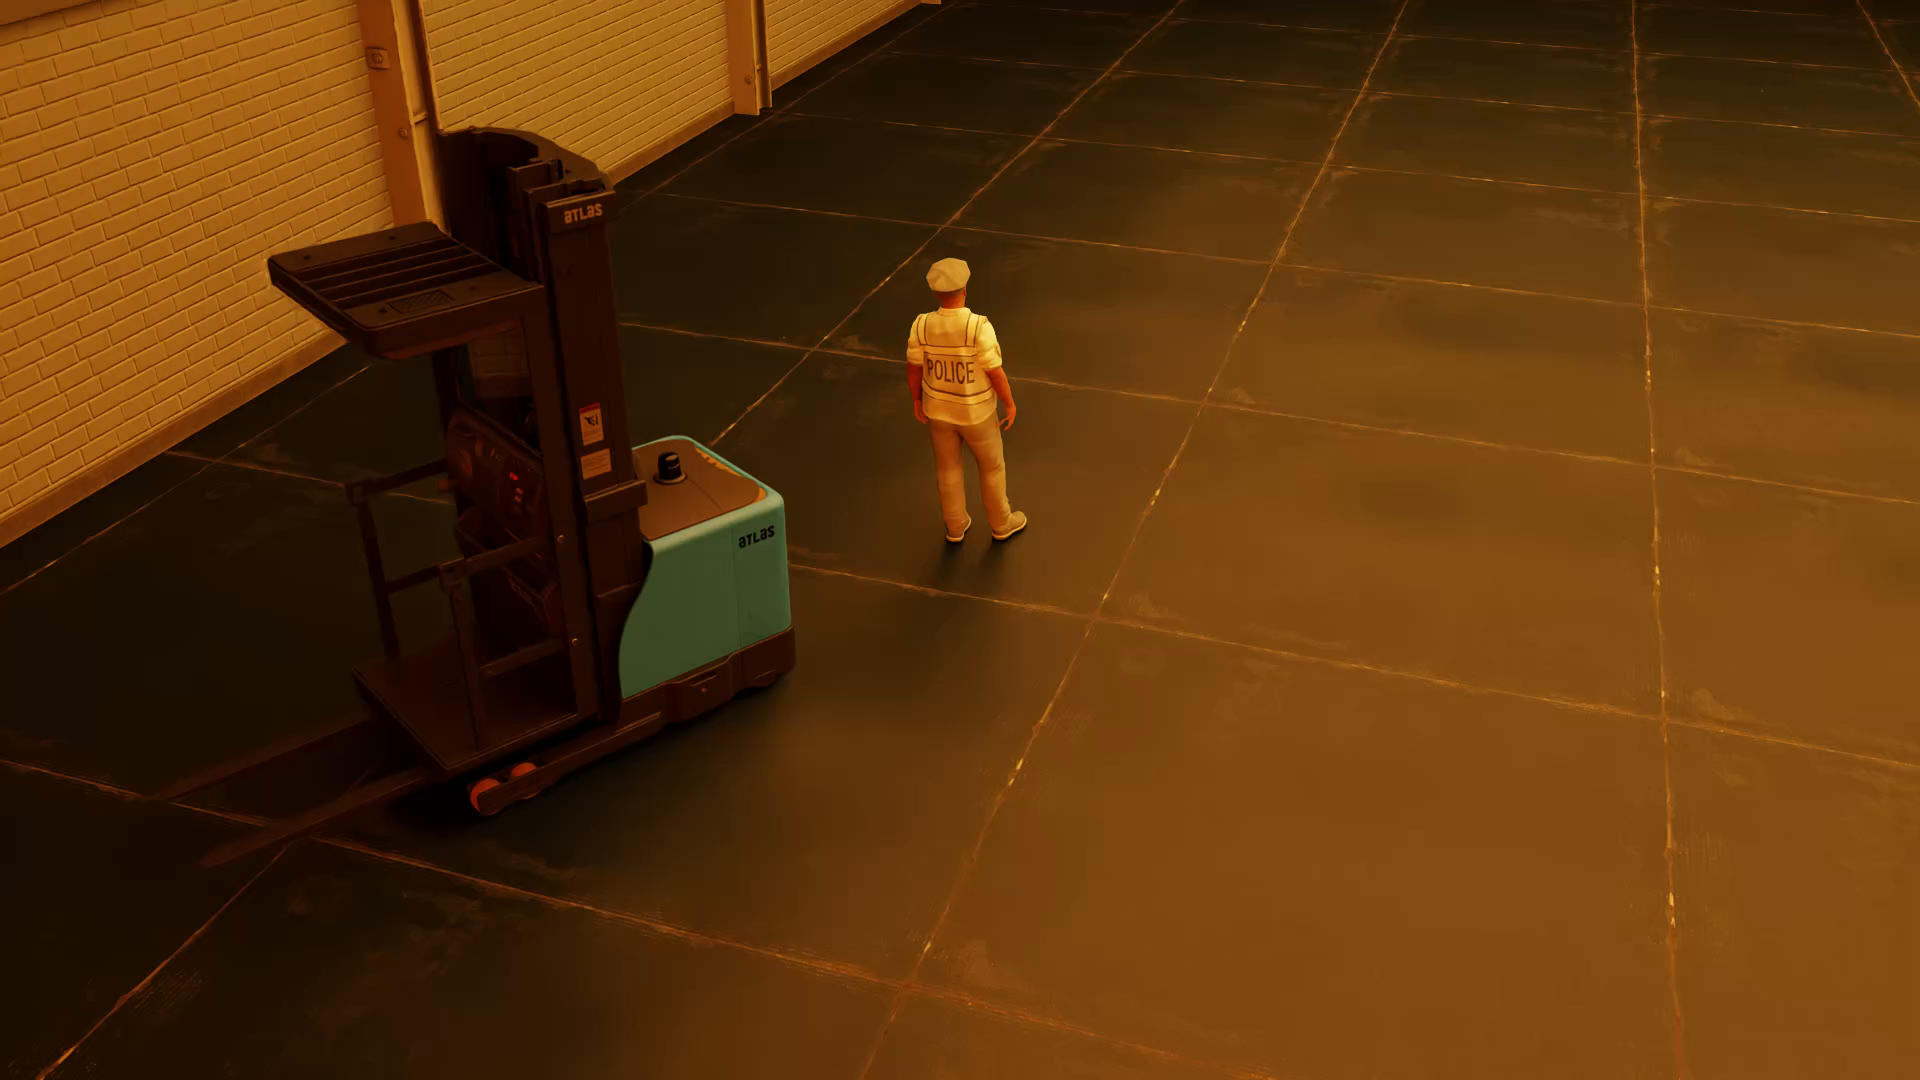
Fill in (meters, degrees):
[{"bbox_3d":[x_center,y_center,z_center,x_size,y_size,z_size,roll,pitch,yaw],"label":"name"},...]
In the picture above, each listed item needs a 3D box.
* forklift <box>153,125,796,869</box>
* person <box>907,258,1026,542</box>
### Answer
[{"bbox_3d":[-2.320,-0.274,7.617,3.031,2.935,1.130,-23,37,-34],"label":"forklift"},{"bbox_3d":[0.036,-0.816,9.712,0.641,1.780,0.574,10,31,16],"label":"person"}]
